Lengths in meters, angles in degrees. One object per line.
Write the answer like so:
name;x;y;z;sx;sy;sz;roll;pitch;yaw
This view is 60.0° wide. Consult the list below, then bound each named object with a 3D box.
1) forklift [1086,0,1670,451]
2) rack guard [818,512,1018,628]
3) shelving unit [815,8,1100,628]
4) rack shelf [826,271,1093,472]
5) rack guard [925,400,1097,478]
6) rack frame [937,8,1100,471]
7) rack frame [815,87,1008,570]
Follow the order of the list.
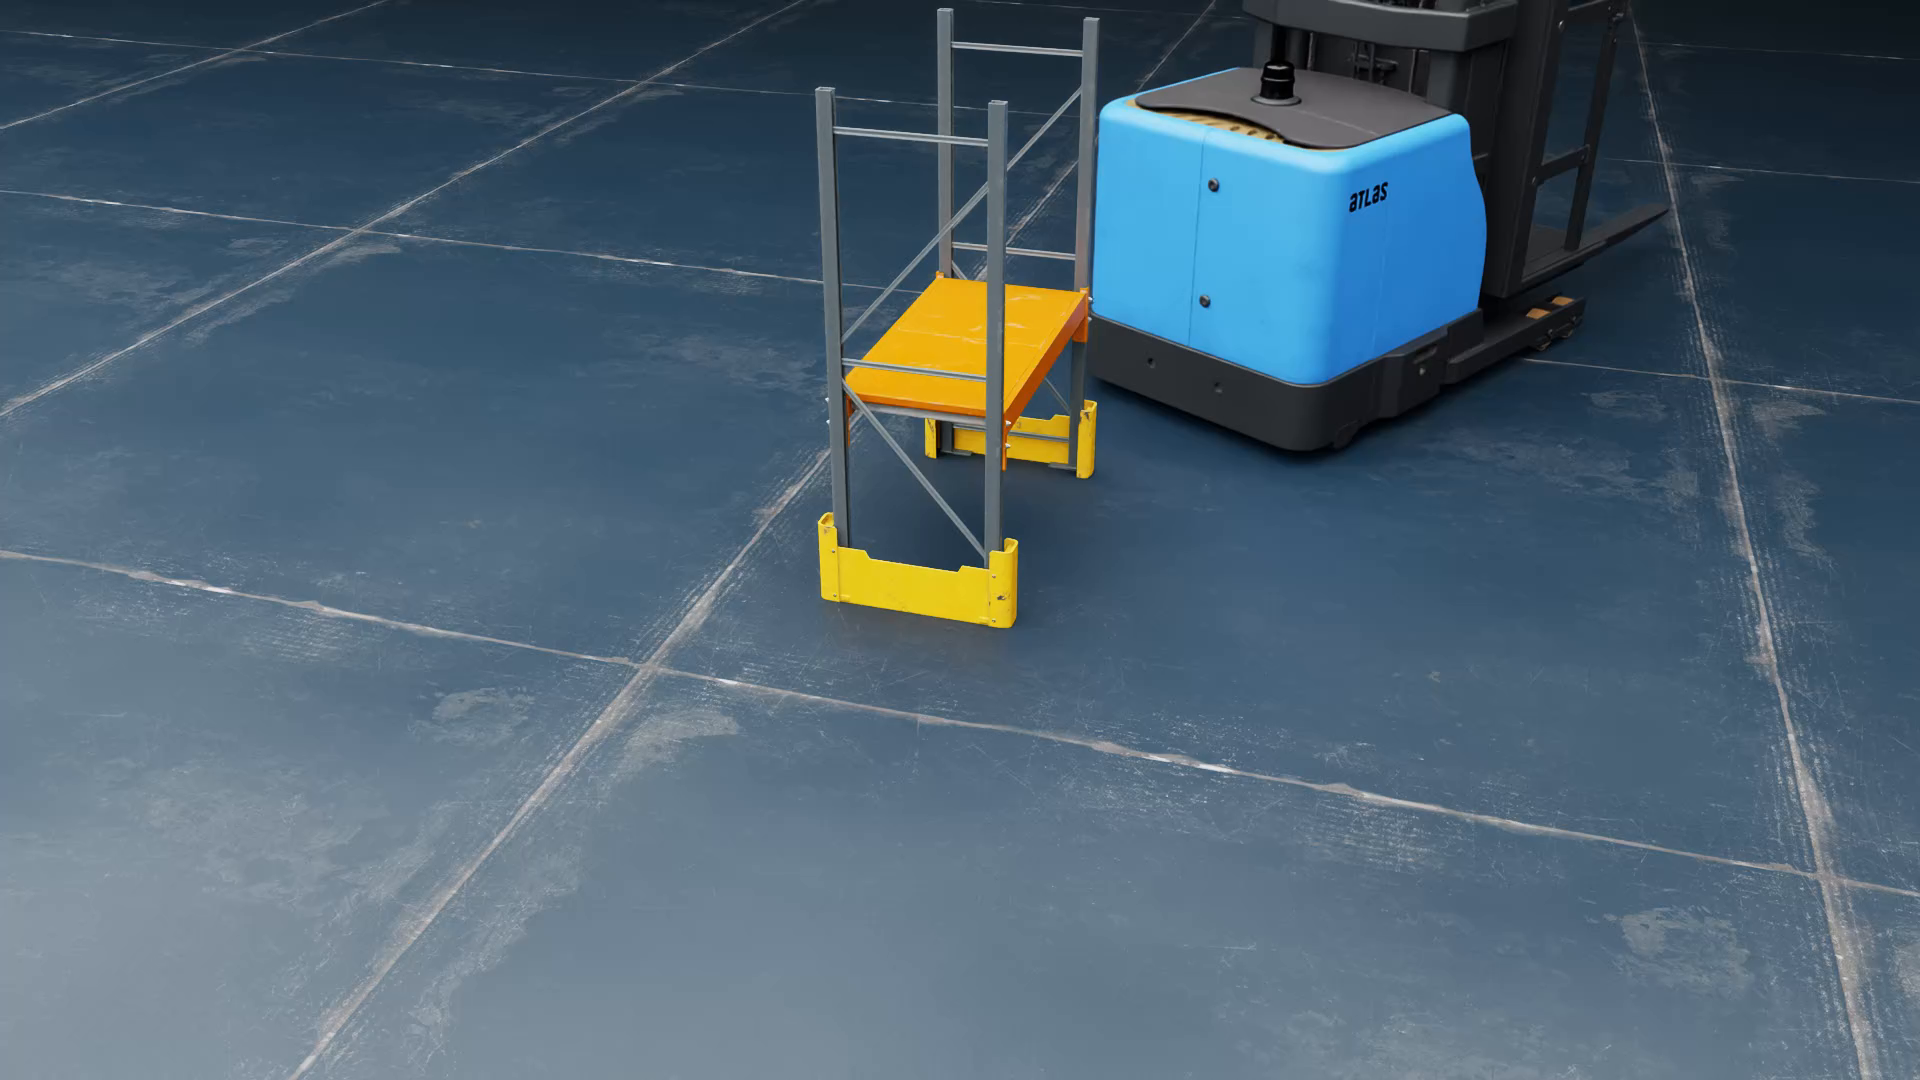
forklift;1.880;-2.193;6.177;3.031;2.935;1.130;-25;38;-37
rack guard;-0.124;0.087;4.837;0.587;0.250;0.087;8;30;15
shelving unit;0.022;-0.691;4.949;0.587;1.500;1.083;8;30;15
rack shelf;0.025;-0.538;5.044;0.538;0.185;1.000;8;30;15
rack guard;0.169;-0.376;5.669;0.587;0.250;0.087;8;30;15
rack frame;0.174;-0.931;5.381;0.500;1.500;0.032;8;30;15
rack frame;-0.124;-0.459;4.532;0.500;1.500;0.032;8;30;15
